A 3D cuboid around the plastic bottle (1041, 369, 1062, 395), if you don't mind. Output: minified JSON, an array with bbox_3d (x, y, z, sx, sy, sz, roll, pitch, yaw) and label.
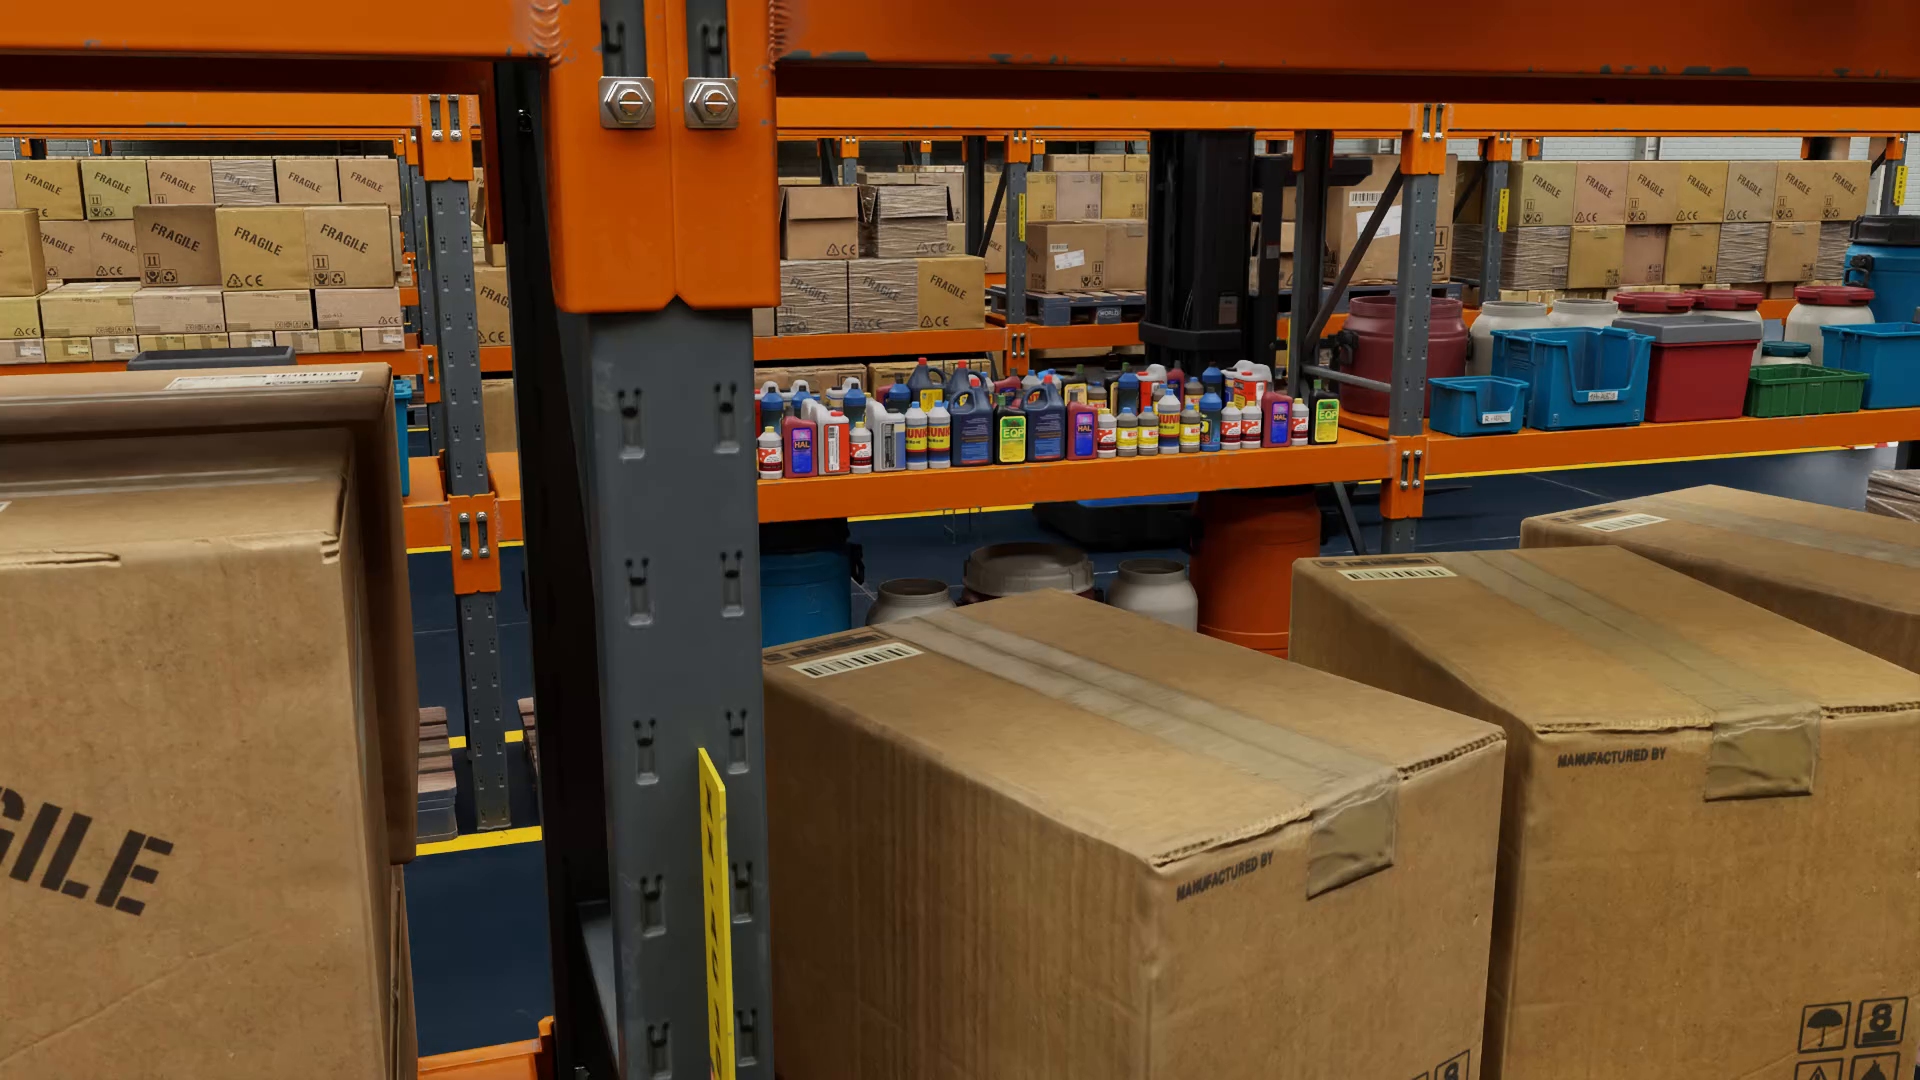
[{"bbox_3d":[0.420,-0.653,7.685,0.097,0.271,0.097,0,13,0],"label":"plastic bottle"}]

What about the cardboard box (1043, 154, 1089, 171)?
[{"bbox_3d":[1.372,-4.960,22.494,0.500,0.500,0.700,-5,14,-19],"label":"cardboard box"}]

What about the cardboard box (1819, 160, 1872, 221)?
[{"bbox_3d":[7.395,-3.002,14.262,0.500,0.500,0.500,-4,14,-18],"label":"cardboard box"}]

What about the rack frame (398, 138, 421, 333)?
[{"bbox_3d":[-6.696,-3.705,20.237,0.127,3.000,1.000,-4,14,-18],"label":"rack frame"}]

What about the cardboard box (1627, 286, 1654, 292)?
[{"bbox_3d":[5.523,-2.047,13.810,0.250,0.149,0.380,-4,14,-18],"label":"cardboard box"}]

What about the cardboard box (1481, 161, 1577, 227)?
[{"bbox_3d":[4.554,-2.779,13.325,0.500,0.500,0.500,-4,14,-18],"label":"cardboard box"}]

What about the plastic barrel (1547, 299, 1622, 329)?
[{"bbox_3d":[3.141,-0.949,8.407,0.421,0.512,0.421,0,13,0],"label":"plastic barrel"}]

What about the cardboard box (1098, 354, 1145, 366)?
[{"bbox_3d":[1.381,-1.287,12.901,0.500,0.250,0.500,-3,14,-12],"label":"cardboard box"}]

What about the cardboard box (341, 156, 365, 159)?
[{"bbox_3d":[-7.171,-4.467,19.664,0.250,0.149,0.380,-4,14,-17],"label":"cardboard box"}]

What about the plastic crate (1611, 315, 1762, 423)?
[{"bbox_3d":[3.464,-0.824,7.985,0.583,0.464,0.402,-4,14,-18],"label":"plastic crate"}]

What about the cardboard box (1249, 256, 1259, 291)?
[{"bbox_3d":[1.917,-2.031,12.617,0.500,0.250,0.500,-5,14,-20],"label":"cardboard box"}]

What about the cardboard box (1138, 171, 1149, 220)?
[{"bbox_3d":[2.092,-3.714,17.899,0.500,0.500,0.700,-5,14,-19],"label":"cardboard box"}]

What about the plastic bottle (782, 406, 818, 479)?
[{"bbox_3d":[-0.630,-0.387,6.542,0.133,0.283,0.061,-4,14,-18],"label":"plastic bottle"}]

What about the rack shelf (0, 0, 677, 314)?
[{"bbox_3d":[-2.275,-0.320,1.079,4.000,0.370,1.077,-4,14,-18],"label":"rack shelf"}]

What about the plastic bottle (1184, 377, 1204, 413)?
[{"bbox_3d":[1.111,-0.673,7.919,0.097,0.201,0.097,0,13,0],"label":"plastic bottle"}]

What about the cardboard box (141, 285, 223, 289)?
[{"bbox_3d":[-5.026,-1.551,10.862,0.500,0.250,0.500,-4,14,-17],"label":"cardboard box"}]

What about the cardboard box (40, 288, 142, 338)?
[{"bbox_3d":[-5.325,-1.400,10.228,0.500,0.250,0.500,-5,14,-19],"label":"cardboard box"}]

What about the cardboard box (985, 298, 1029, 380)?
[{"bbox_3d":[0.203,-2.122,17.537,0.750,0.750,1.050,-4,14,-17],"label":"cardboard box"}]

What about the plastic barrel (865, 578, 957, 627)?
[{"bbox_3d":[-0.200,0.450,7.237,0.421,0.512,0.421,0,13,0],"label":"plastic barrel"}]

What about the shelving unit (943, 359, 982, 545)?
[{"bbox_3d":[0.014,-0.585,11.008,0.189,1.200,0.258,-4,14,-18],"label":"shelving unit"}]

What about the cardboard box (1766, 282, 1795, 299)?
[{"bbox_3d":[6.934,-2.165,14.307,0.250,0.149,0.380,-4,14,-18],"label":"cardboard box"}]

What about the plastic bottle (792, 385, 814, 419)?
[{"bbox_3d":[-0.676,-0.531,7.170,0.097,0.271,0.097,0,13,0],"label":"plastic bottle"}]

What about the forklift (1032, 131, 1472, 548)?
[{"bbox_3d":[2.081,-1.551,11.330,3.031,2.935,1.130,-4,14,-17],"label":"forklift"}]

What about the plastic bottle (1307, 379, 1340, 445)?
[{"bbox_3d":[1.588,-0.560,7.268,0.133,0.283,0.061,-4,14,-18],"label":"plastic bottle"}]

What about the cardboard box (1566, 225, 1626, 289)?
[{"bbox_3d":[4.978,-2.364,13.741,0.500,0.500,0.875,-4,14,-18],"label":"cardboard box"}]

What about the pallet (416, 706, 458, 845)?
[{"bbox_3d":[-2.640,0.974,6.591,1.213,0.211,1.003,-4,14,-18],"label":"pallet"}]

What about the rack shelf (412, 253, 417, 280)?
[{"bbox_3d":[-4.801,-3.503,20.940,4.000,0.370,1.077,-4,14,-18],"label":"rack shelf"}]

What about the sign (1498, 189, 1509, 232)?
[{"bbox_3d":[4.227,-2.564,12.937,0.005,0.325,0.100,-4,14,-18],"label":"sign"}]

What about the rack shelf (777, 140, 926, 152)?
[{"bbox_3d":[-2.596,-6.345,26.410,4.000,0.370,1.077,-4,14,-18],"label":"rack shelf"}]

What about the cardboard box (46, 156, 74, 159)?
[{"bbox_3d":[-10.063,-4.226,18.648,0.250,0.149,0.380,-4,14,-17],"label":"cardboard box"}]

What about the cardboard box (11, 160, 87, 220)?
[{"bbox_3d":[-7.826,-3.025,14.358,0.500,0.500,0.500,-4,14,-16],"label":"cardboard box"}]

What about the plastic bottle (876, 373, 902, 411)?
[{"bbox_3d":[-0.309,-0.607,7.463,0.133,0.283,0.061,-4,14,-18],"label":"plastic bottle"}]

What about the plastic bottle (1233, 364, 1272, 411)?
[{"bbox_3d":[1.371,-0.686,7.811,0.135,0.276,0.152,-4,14,-18],"label":"plastic bottle"}]

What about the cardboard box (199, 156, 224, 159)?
[{"bbox_3d":[-8.579,-4.331,19.090,0.250,0.149,0.380,-5,14,-19],"label":"cardboard box"}]

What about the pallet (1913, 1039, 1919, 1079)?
[{"bbox_3d":[1.570,0.584,2.619,1.213,0.211,1.003,-4,14,-18],"label":"pallet"}]

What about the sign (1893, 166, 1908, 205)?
[{"bbox_3d":[7.996,-3.011,14.134,0.005,0.325,0.100,-4,14,-18],"label":"sign"}]

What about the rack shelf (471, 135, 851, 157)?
[{"bbox_3d":[-3.126,-3.884,16.060,4.000,0.370,1.077,-4,14,-18],"label":"rack shelf"}]

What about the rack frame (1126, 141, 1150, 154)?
[{"bbox_3d":[3.091,-5.679,28.536,0.127,3.000,1.000,-4,14,-18],"label":"rack frame"}]

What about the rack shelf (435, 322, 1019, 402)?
[{"bbox_3d":[-1.640,-1.329,11.803,4.000,0.370,1.077,-4,14,-18],"label":"rack shelf"}]

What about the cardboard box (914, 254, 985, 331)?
[{"bbox_3d":[-0.133,-1.785,11.947,0.500,0.500,0.500,-4,14,-16],"label":"cardboard box"}]

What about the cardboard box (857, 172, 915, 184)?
[{"bbox_3d":[-0.802,-3.488,16.948,0.500,0.500,0.700,-5,14,-18],"label":"cardboard box"}]

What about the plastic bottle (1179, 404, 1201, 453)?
[{"bbox_3d":[0.977,-0.477,7.096,0.097,0.201,0.097,0,13,0],"label":"plastic bottle"}]

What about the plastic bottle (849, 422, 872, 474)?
[{"bbox_3d":[-0.399,-0.370,6.646,0.097,0.201,0.097,0,13,0],"label":"plastic bottle"}]

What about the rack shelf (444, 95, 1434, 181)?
[{"bbox_3d":[-0.060,-1.702,6.889,4.000,0.370,1.077,-4,14,-18],"label":"rack shelf"}]

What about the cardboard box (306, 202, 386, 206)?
[{"bbox_3d":[-4.071,-1.989,11.082,0.500,0.500,0.500,-4,14,-18],"label":"cardboard box"}]

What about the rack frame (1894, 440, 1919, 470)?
[{"bbox_3d":[5.626,-1.036,9.014,0.127,3.000,1.000,-4,14,-18],"label":"rack frame"}]

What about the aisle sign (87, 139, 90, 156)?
[{"bbox_3d":[-12.045,-5.693,22.978,0.004,0.787,0.394,-4,14,-18],"label":"aisle sign"}]

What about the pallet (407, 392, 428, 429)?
[{"bbox_3d":[-5.647,-1.213,15.785,1.213,0.211,1.003,-4,14,-18],"label":"pallet"}]

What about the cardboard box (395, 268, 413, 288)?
[{"bbox_3d":[-5.218,-2.432,15.428,0.250,0.149,0.380,-5,14,-19],"label":"cardboard box"}]

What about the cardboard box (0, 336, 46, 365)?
[{"bbox_3d":[-5.667,-1.163,10.094,0.250,0.149,0.380,-5,14,-19],"label":"cardboard box"}]

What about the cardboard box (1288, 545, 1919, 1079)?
[{"bbox_3d":[0.772,0.338,2.116,0.500,0.500,0.700,-2,14,-9],"label":"cardboard box"}]

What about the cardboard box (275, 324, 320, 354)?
[{"bbox_3d":[-4.207,-1.277,10.572,0.250,0.149,0.380,-5,14,-19],"label":"cardboard box"}]

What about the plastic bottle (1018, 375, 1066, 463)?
[{"bbox_3d":[0.341,-0.506,6.895,0.185,0.351,0.144,-4,14,-18],"label":"plastic bottle"}]

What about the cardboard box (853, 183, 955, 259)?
[{"bbox_3d":[-0.443,-2.313,12.001,0.637,0.503,0.797,-4,14,-16],"label":"cardboard box"}]
